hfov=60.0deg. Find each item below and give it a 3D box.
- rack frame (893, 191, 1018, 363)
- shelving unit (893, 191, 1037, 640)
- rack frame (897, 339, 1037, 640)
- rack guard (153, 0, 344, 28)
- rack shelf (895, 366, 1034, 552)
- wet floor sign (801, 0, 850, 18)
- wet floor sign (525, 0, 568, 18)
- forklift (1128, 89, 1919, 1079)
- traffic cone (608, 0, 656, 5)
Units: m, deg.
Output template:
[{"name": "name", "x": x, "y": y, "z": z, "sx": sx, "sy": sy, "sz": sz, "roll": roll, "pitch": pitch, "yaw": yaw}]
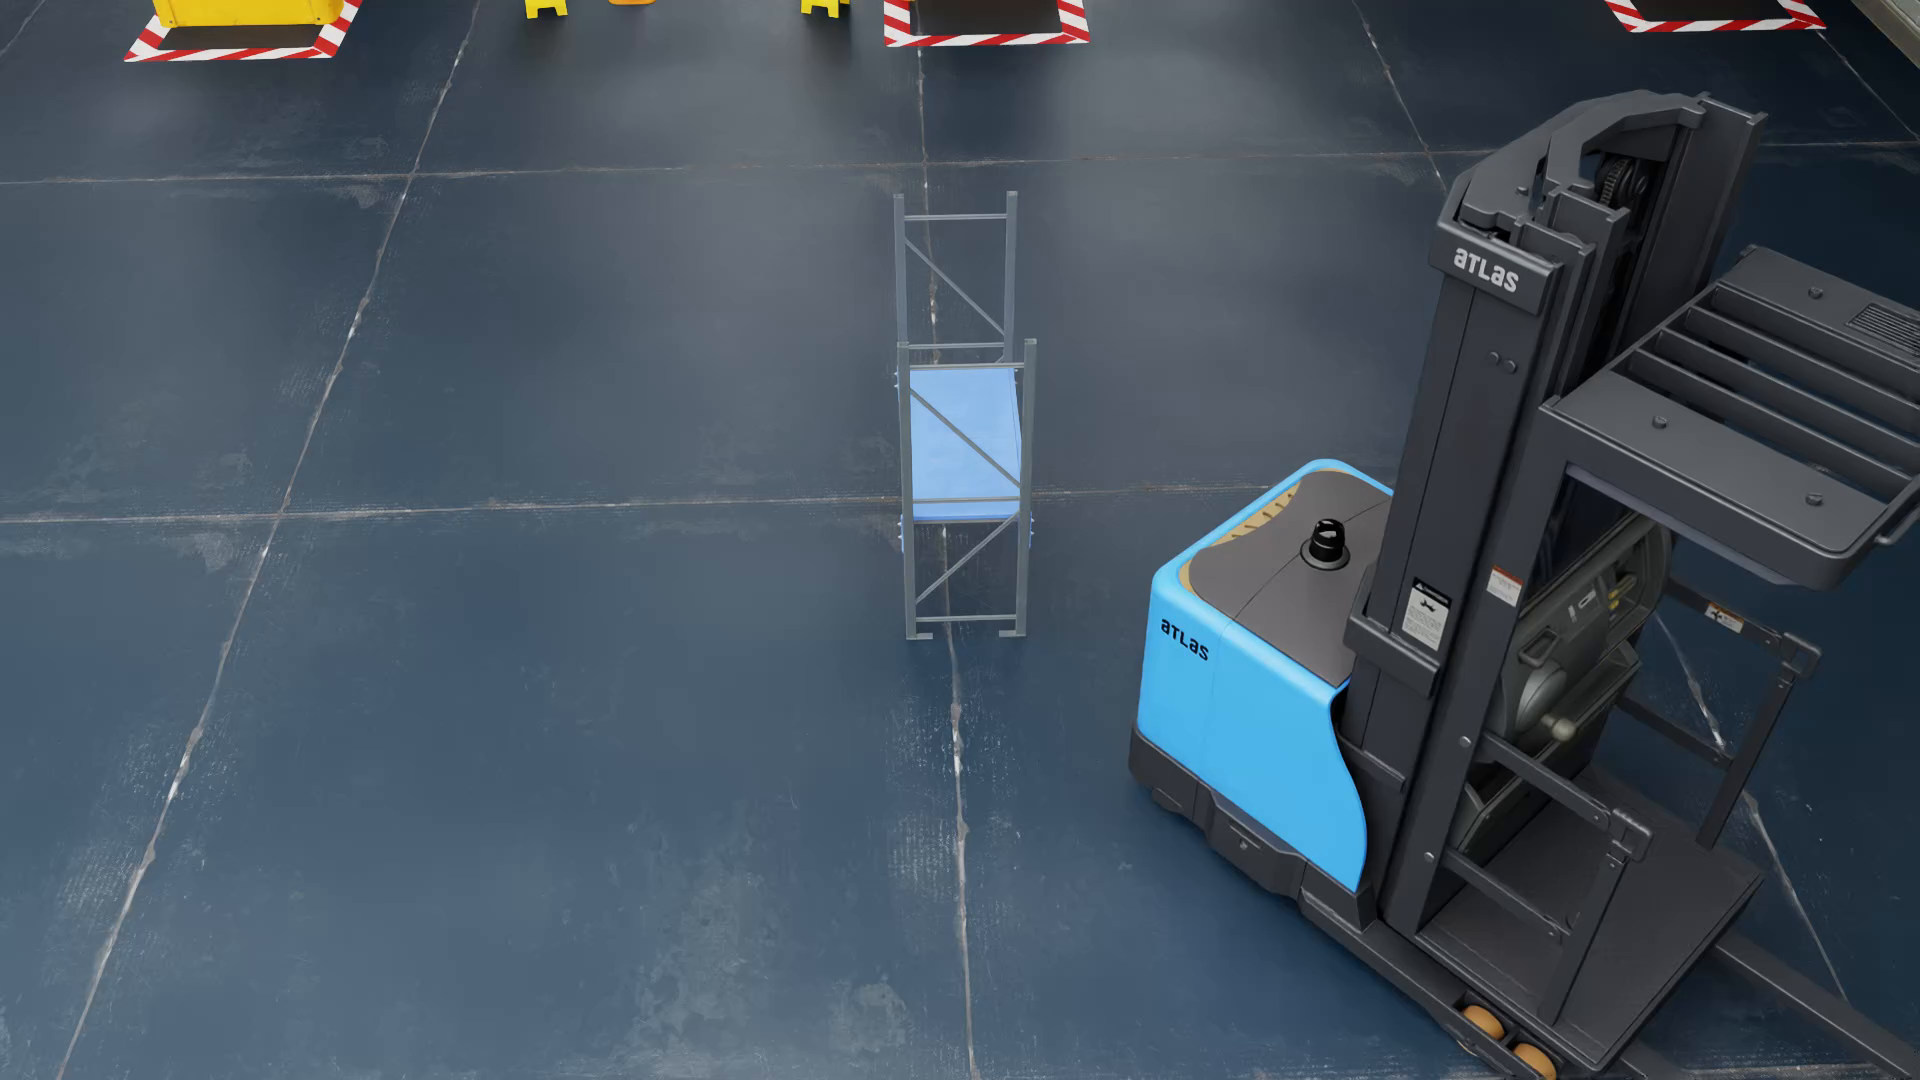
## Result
[{"name": "rack frame", "x": -0.018, "y": -0.838, "z": 7.204, "sx": 0.500, "sy": 1.500, "sz": 0.032, "roll": -2, "pitch": 43, "yaw": -2}, {"name": "shelving unit", "x": 0.004, "y": -0.495, "z": 6.830, "sx": 0.538, "sy": 1.500, "sz": 1.048, "roll": -2, "pitch": 43, "yaw": -2}, {"name": "rack frame", "x": 0.025, "y": -0.152, "z": 6.456, "sx": 0.500, "sy": 1.500, "sz": 0.032, "roll": -2, "pitch": 43, "yaw": -2}, {"name": "rack guard", "x": -4.797, "y": -3.751, "z": 11.122, "sx": 1.175, "sy": 0.500, "sz": 0.348, "roll": -2, "pitch": 43, "yaw": -2}, {"name": "rack shelf", "x": 0.004, "y": -0.363, "z": 6.952, "sx": 0.538, "sy": 0.185, "sz": 1.000, "roll": -2, "pitch": 43, "yaw": -2}, {"name": "wet floor sign", "x": -0.918, "y": -3.872, "z": 11.147, "sx": 0.267, "sy": 0.644, "sz": 0.232, "roll": 12, "pitch": 44, "yaw": 13}, {"name": "wet floor sign", "x": -2.819, "y": -3.858, "z": 11.131, "sx": 0.267, "sy": 0.644, "sz": 0.232, "roll": -8, "pitch": 43, "yaw": -9}, {"name": "forklift", "x": 2.020, "y": 0.331, "z": 4.870, "sx": 1.130, "sy": 2.935, "sz": 3.031, "roll": -33, "pitch": 52, "yaw": -30}, {"name": "traffic cone", "x": -2.258, "y": -3.956, "z": 11.373, "sx": 0.336, "sy": 0.463, "sz": 0.334, "roll": -2, "pitch": 43, "yaw": -2}]
